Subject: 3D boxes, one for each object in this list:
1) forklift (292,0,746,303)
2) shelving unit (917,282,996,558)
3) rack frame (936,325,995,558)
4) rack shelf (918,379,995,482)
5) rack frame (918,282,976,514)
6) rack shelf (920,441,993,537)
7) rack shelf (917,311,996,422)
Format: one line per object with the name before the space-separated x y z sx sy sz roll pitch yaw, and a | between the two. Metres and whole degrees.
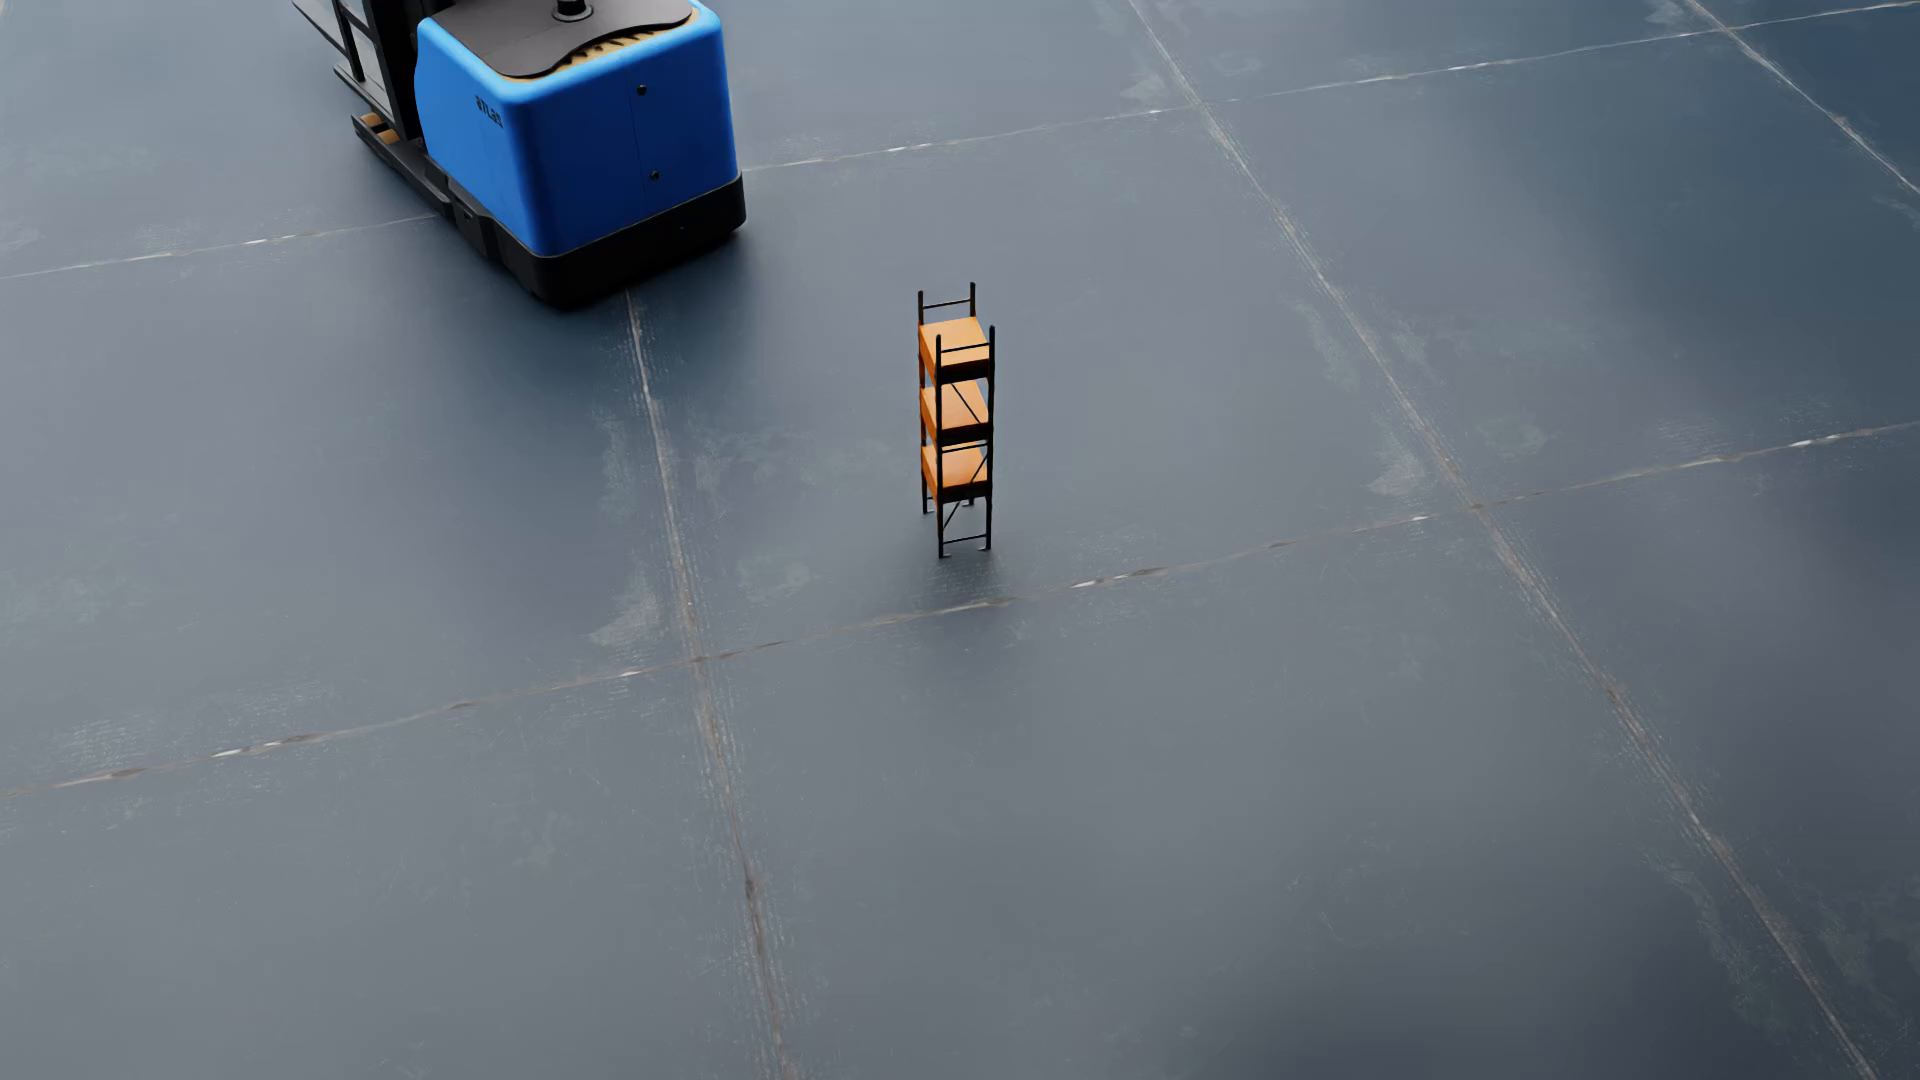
forklift | -2.295 -3.035 7.172 1.130 2.935 3.031 -30 53 -26
shelving unit | -0.014 -0.404 5.911 0.215 1.050 0.252 -11 47 -10
rack frame | 0.018 -0.320 5.829 0.200 1.050 0.008 -11 47 -10
rack shelf | -0.014 -0.397 5.919 0.215 0.259 0.240 -11 47 -10
rack frame | -0.045 -0.489 5.994 0.200 1.050 0.008 -11 47 -10
rack shelf | -0.014 -0.202 6.117 0.215 0.259 0.240 -11 47 -10
rack shelf | -0.014 -0.596 5.716 0.215 0.259 0.240 -11 47 -10
